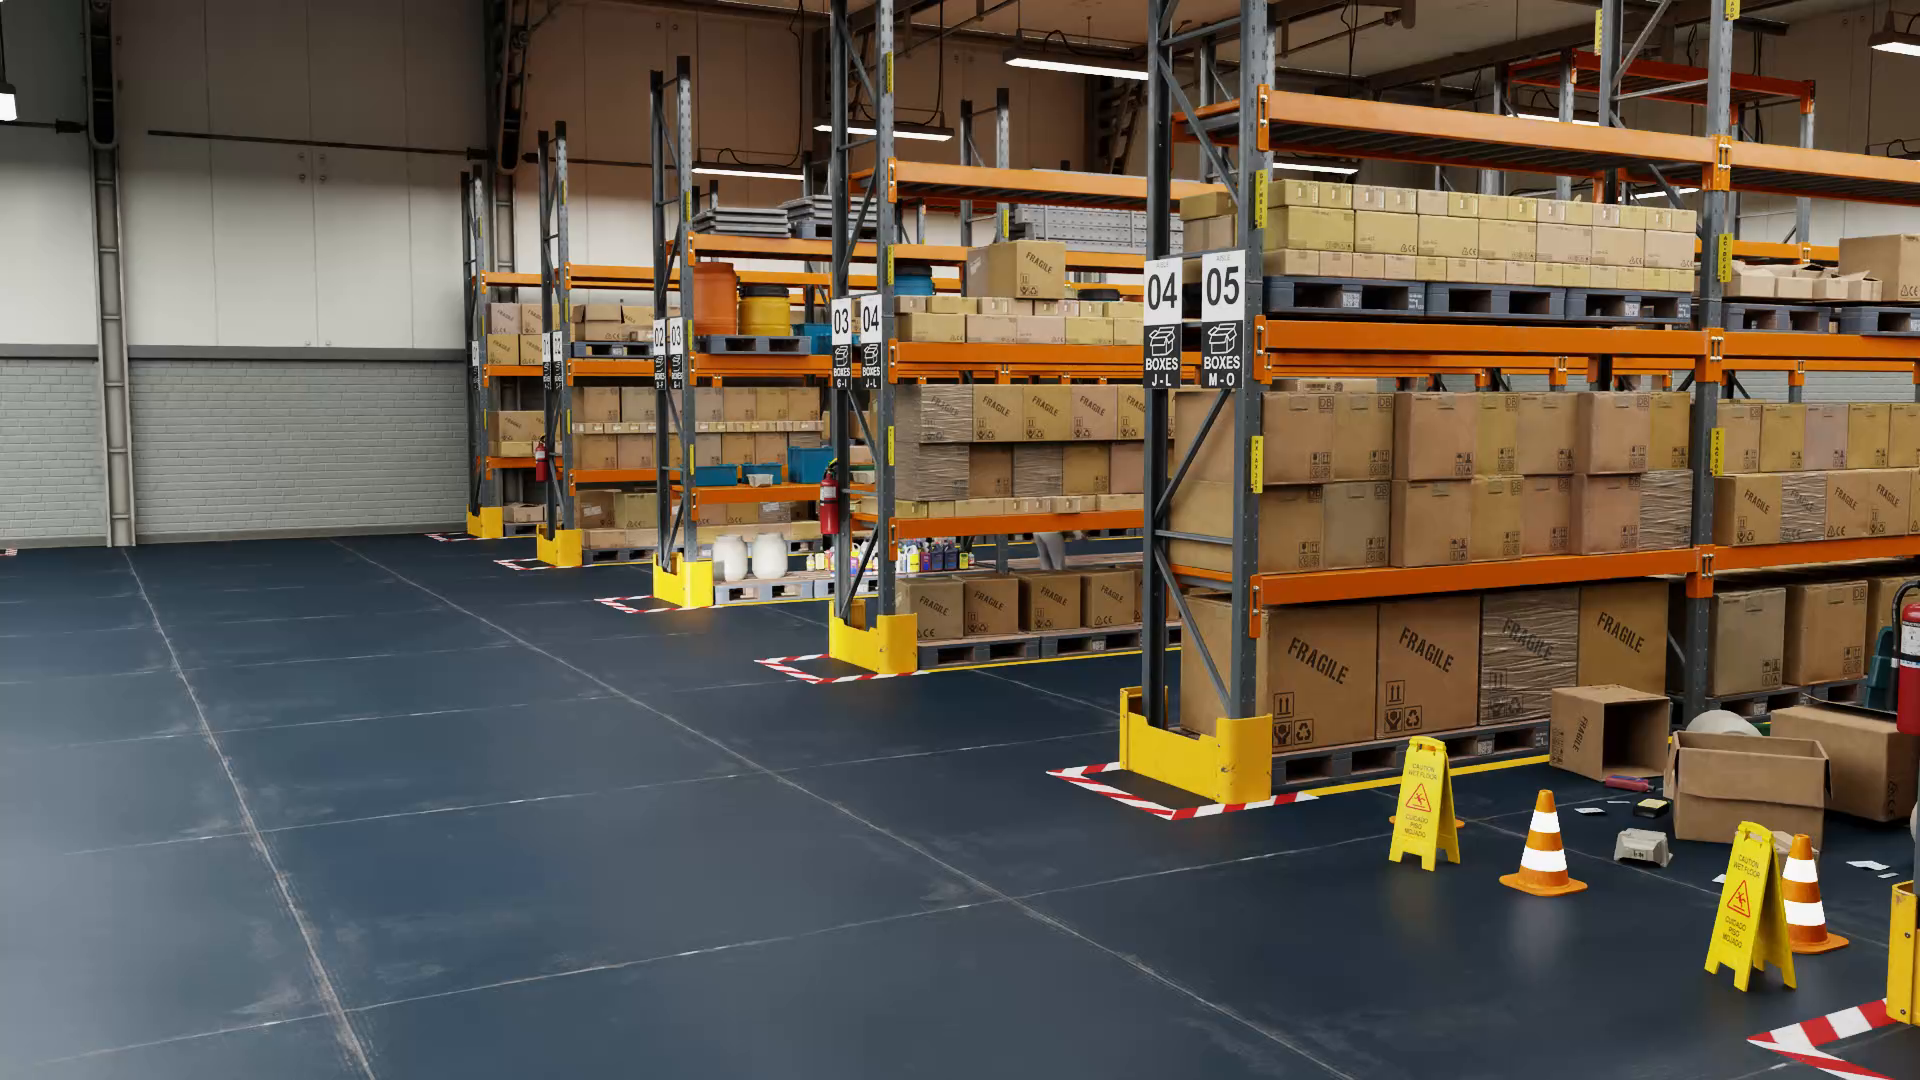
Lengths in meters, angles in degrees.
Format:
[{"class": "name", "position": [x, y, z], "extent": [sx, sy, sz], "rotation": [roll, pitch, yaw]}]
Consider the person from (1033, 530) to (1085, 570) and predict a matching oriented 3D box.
[{"class": "person", "position": [1.058, -0.057, 18.189], "extent": [0.542, 1.664, 0.416], "rotation": [-3, 6, -30]}]
